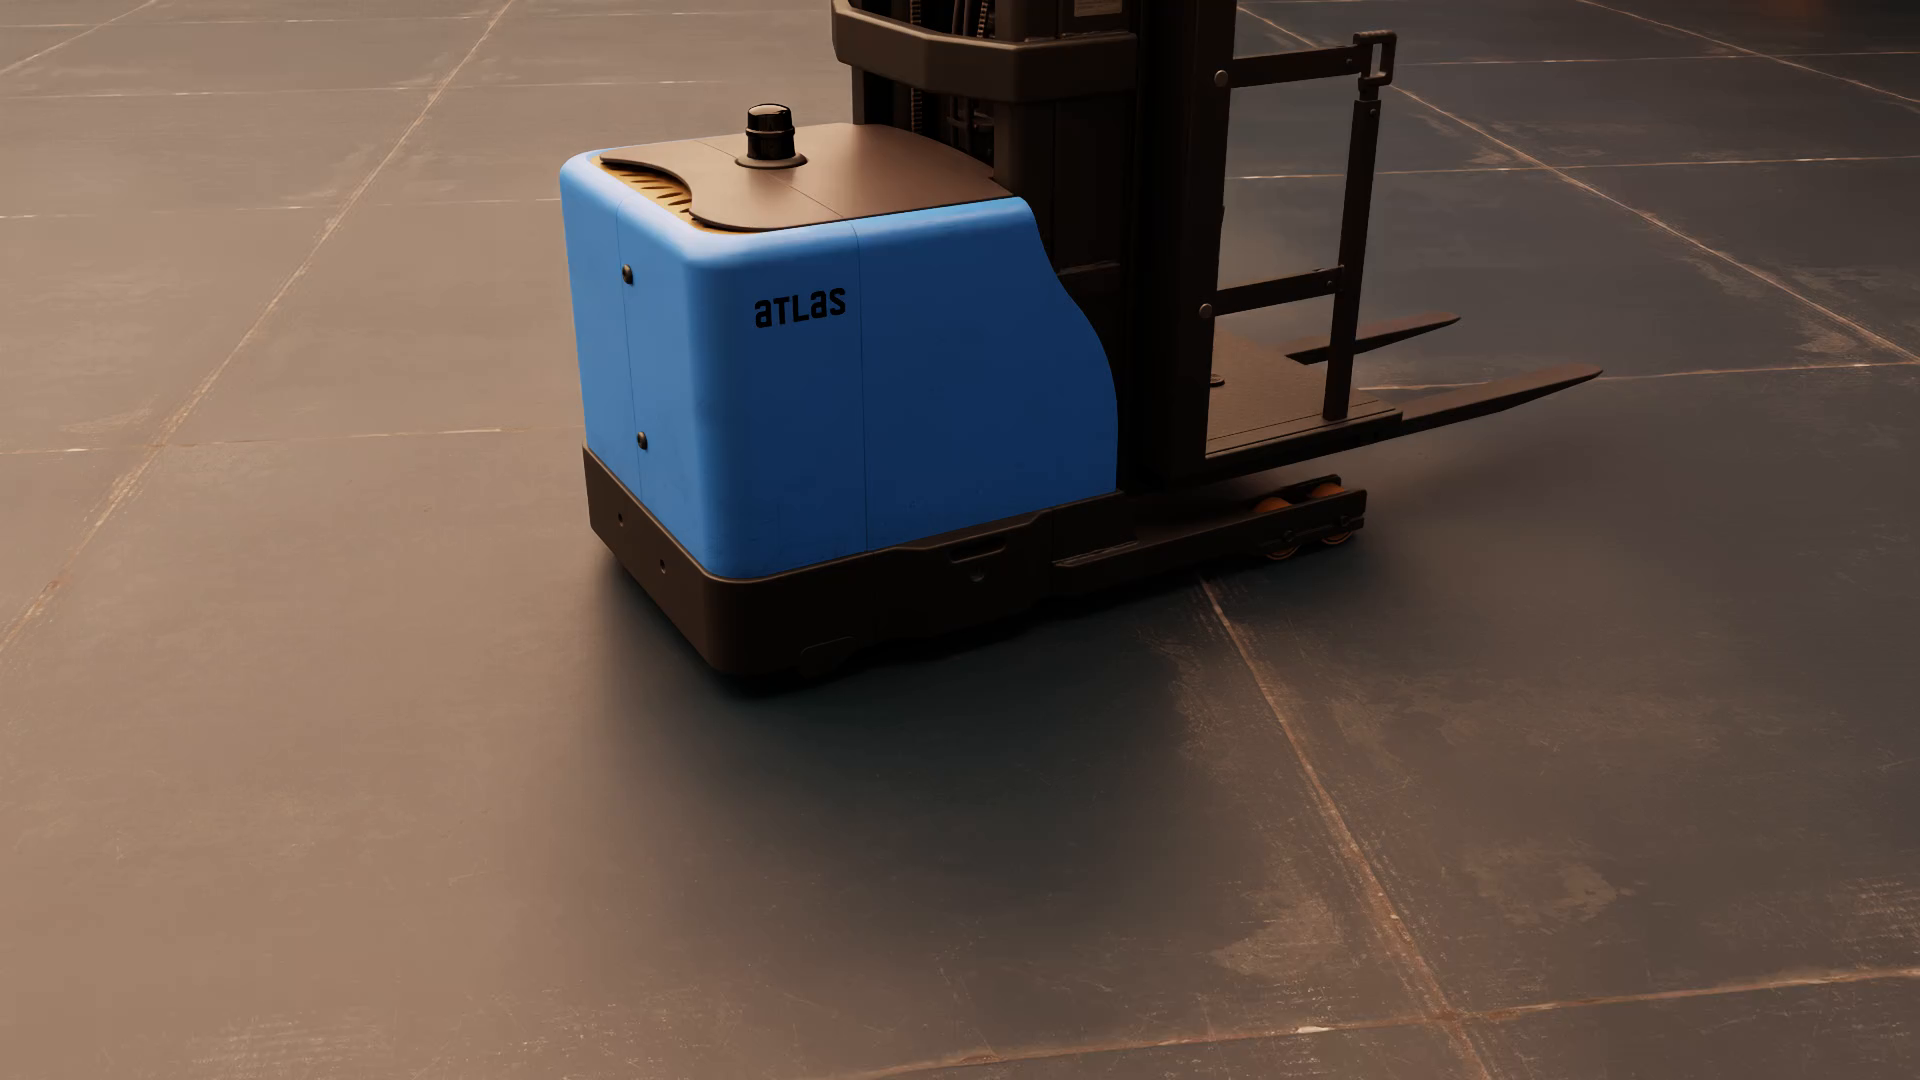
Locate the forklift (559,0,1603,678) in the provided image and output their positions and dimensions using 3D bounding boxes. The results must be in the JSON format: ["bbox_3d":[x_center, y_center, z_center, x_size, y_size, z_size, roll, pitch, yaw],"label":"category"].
[{"bbox_3d":[0.529,-1.451,4.240,3.031,2.935,1.130,-14,29,-26],"label":"forklift"}]
